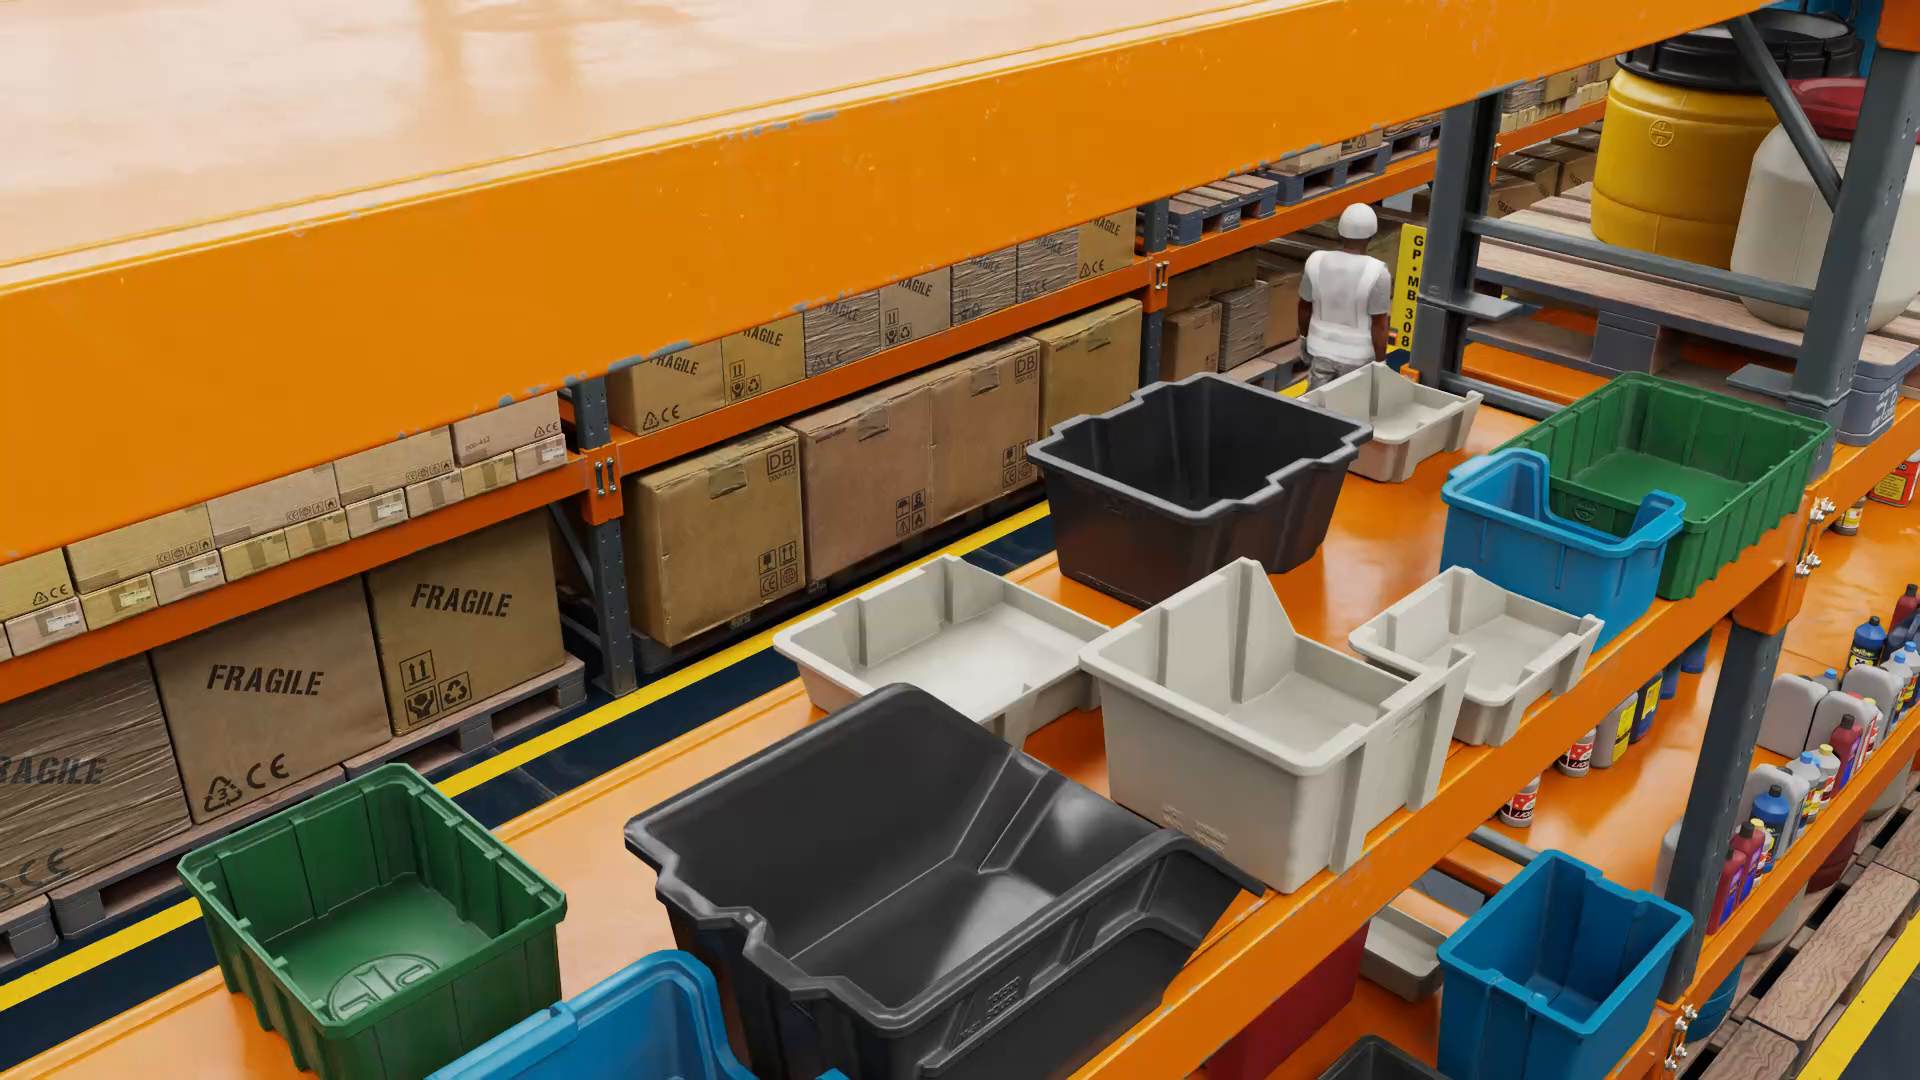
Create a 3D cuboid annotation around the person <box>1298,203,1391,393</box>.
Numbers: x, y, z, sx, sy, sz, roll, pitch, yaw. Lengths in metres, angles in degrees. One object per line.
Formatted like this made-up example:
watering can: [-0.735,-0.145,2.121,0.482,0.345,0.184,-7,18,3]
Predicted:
person: [2.232,-1.069,9.651,0.602,1.836,0.505,17,32,29]
